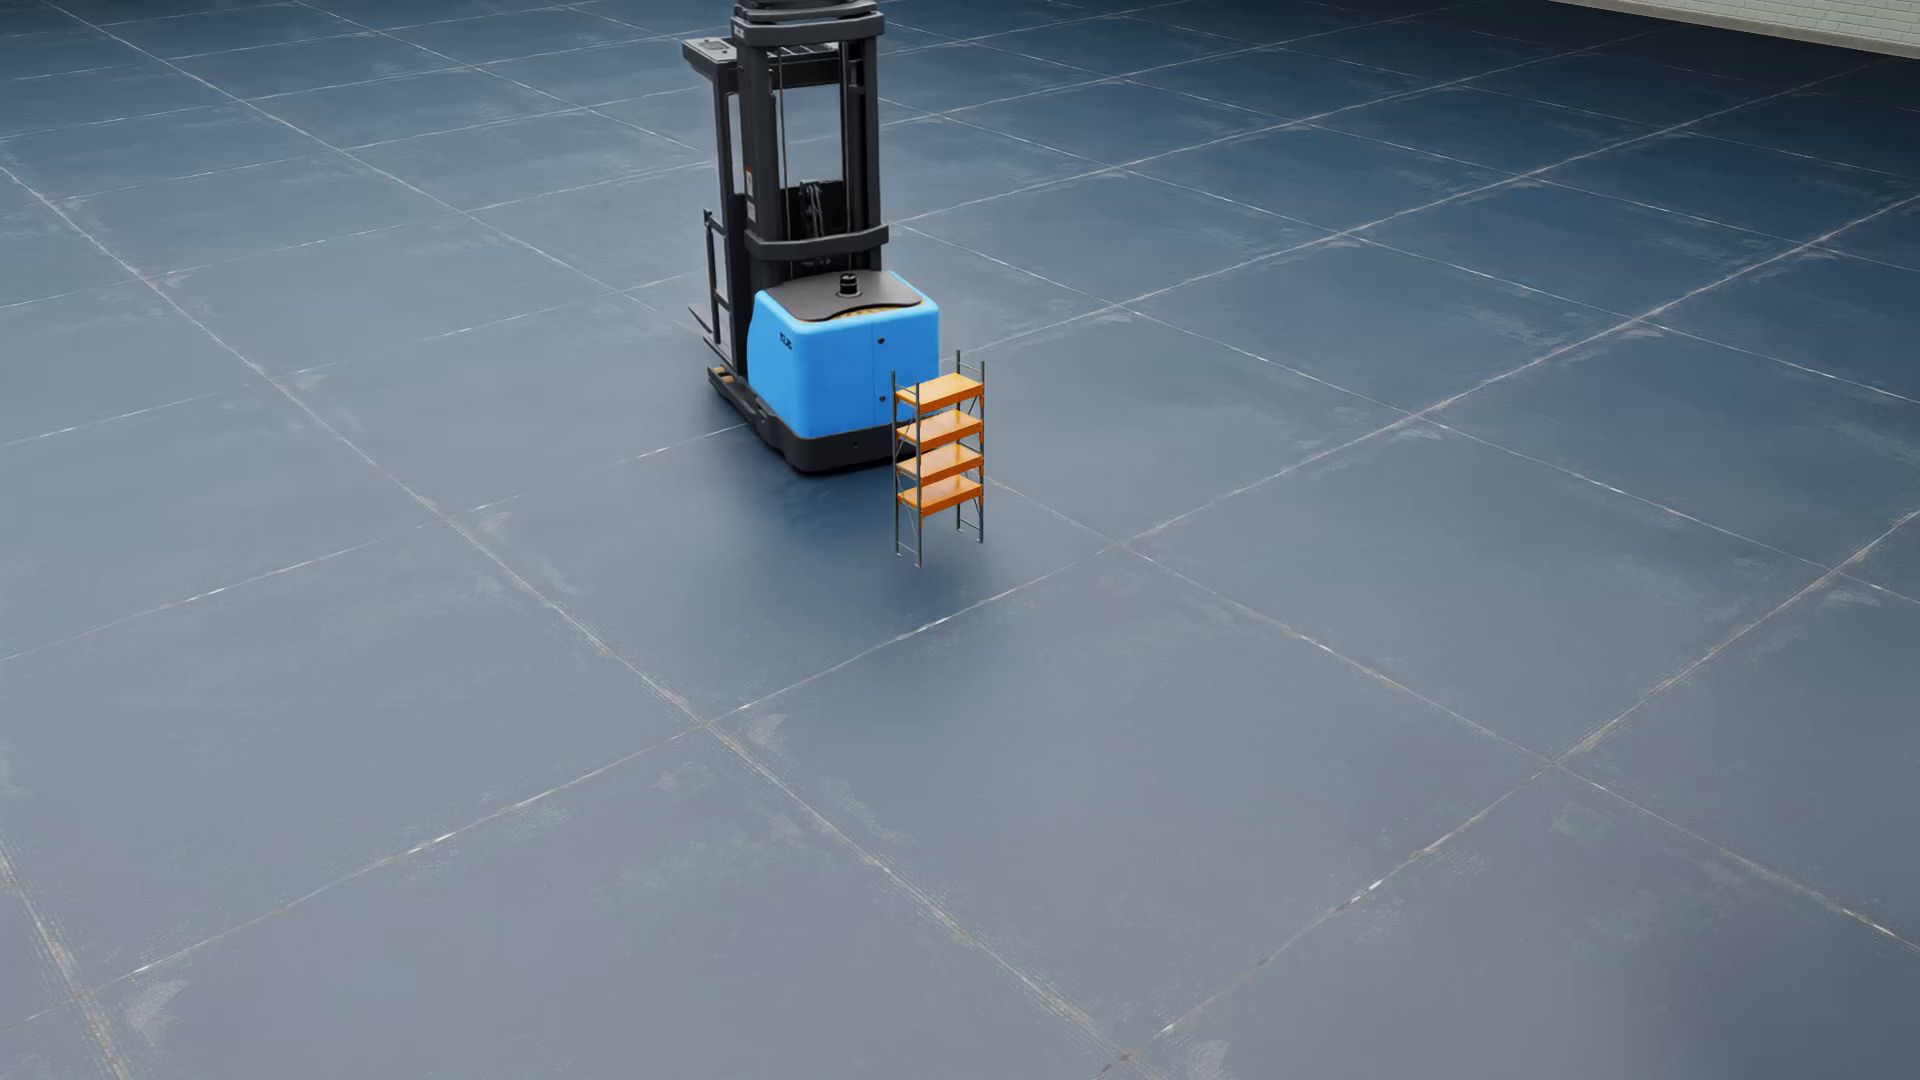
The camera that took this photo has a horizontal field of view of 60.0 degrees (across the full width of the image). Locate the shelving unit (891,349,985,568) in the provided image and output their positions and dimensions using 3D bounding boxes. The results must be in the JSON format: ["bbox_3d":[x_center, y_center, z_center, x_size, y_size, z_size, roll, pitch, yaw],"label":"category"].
[{"bbox_3d":[-0.126,-0.479,9.872,0.503,1.200,0.258,-22,35,-35],"label":"shelving unit"}]

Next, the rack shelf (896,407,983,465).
[{"bbox_3d":[-0.126,-0.616,9.799,0.480,0.148,0.258,-22,35,-35],"label":"rack shelf"}]

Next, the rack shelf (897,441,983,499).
[{"bbox_3d":[-0.126,-0.419,9.904,0.480,0.148,0.258,-22,35,-35],"label":"rack shelf"}]

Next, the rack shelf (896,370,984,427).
[{"bbox_3d":[-0.126,-0.825,9.687,0.480,0.148,0.258,-22,35,-35],"label":"rack shelf"}]

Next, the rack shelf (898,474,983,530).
[{"bbox_3d":[-0.126,-0.244,9.998,0.480,0.148,0.258,-22,35,-35],"label":"rack shelf"}]

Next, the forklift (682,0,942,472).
[{"bbox_3d":[-1.217,-2.410,11.649,1.130,2.935,3.031,-13,31,-23],"label":"forklift"}]

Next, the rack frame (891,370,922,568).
[{"bbox_3d":[-0.312,-0.404,9.733,0.015,1.200,0.240,-22,35,-35],"label":"rack frame"}]

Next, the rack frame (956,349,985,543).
[{"bbox_3d":[0.060,-0.553,10.012,0.015,1.200,0.240,-22,35,-35],"label":"rack frame"}]
